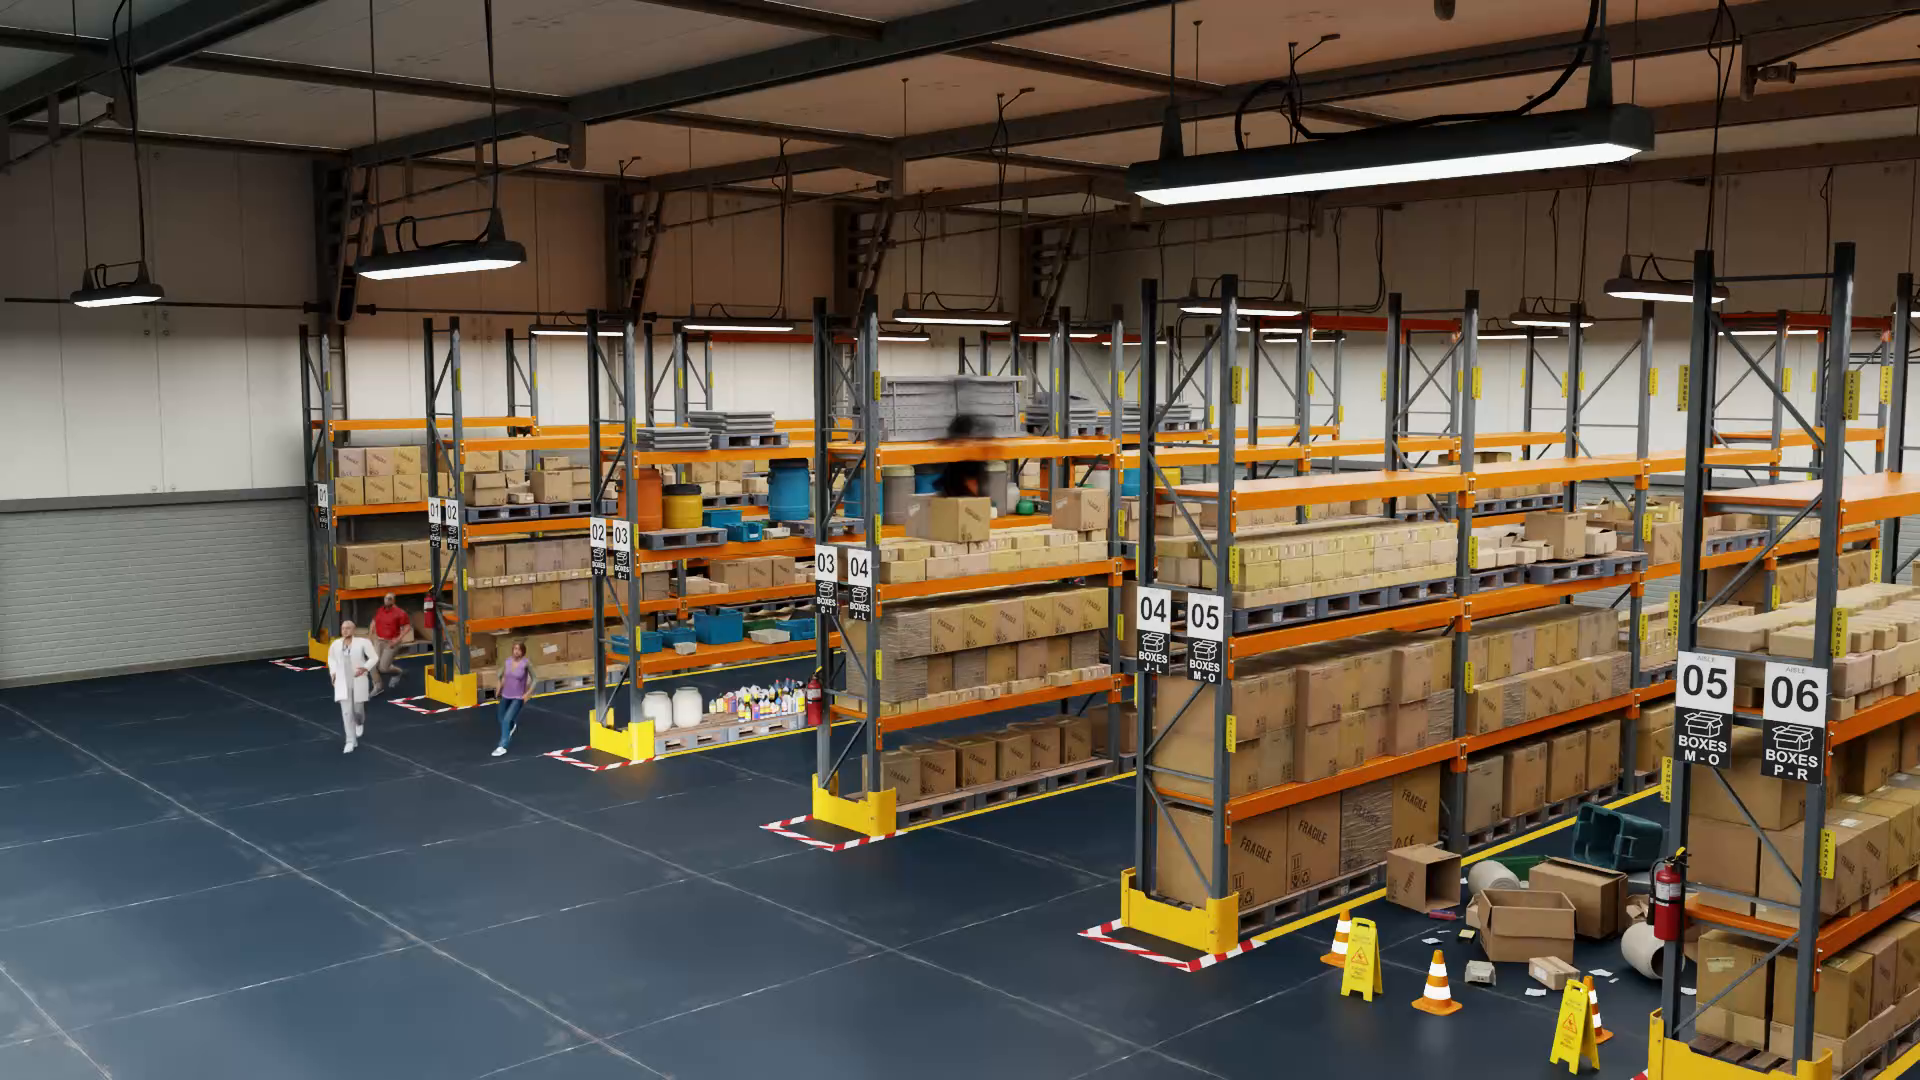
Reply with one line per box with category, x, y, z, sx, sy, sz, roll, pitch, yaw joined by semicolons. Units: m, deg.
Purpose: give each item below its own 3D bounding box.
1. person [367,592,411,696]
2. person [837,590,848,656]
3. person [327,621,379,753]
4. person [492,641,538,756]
person;-9.151;1.666;26.656;0.707;1.682;0.536;2;6;19
person;-1.862;1.474;28.106;0.680;1.852;0.752;6;8;44
person;-8.368;1.988;22.919;0.704;1.772;0.858;-1;6;-8
person;-6.018;2.172;22.554;0.584;1.443;0.609;1;6;7
